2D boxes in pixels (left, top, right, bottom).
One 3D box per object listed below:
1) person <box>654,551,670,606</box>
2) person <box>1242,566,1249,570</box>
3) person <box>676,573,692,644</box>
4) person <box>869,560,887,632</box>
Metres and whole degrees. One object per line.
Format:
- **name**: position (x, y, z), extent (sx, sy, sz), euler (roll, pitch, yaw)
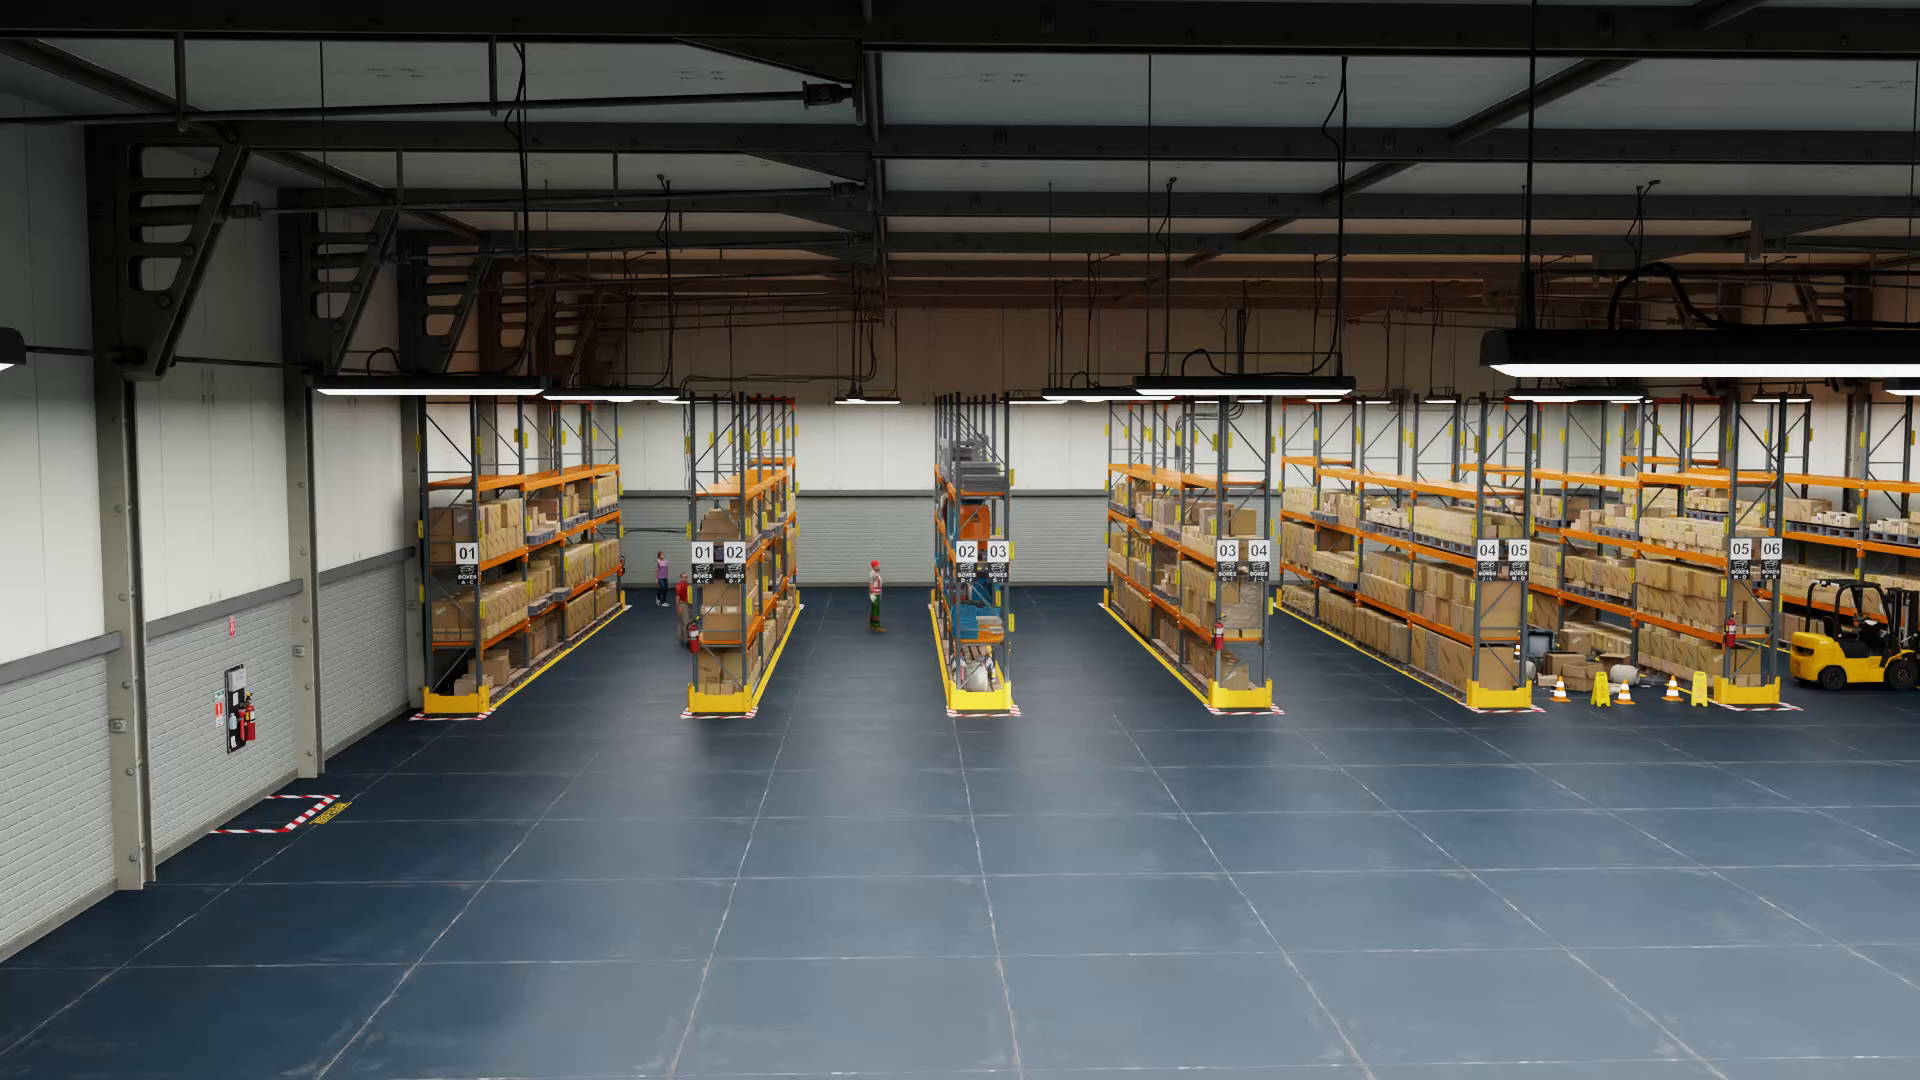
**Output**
- **person**: position (-8.489, 1.108, 47.505), extent (0.442, 1.588, 0.447), euler (4, 6, 42)
- **person**: position (7.413, 1.341, 43.904), extent (0.697, 1.722, 1.037), euler (1, 5, 7)
- **person**: position (-6.557, 1.645, 40.178), extent (0.587, 1.720, 0.567), euler (0, 5, 4)
- **person**: position (-2.091, 1.420, 42.565), extent (0.509, 1.810, 0.571), euler (1, 5, 11)
